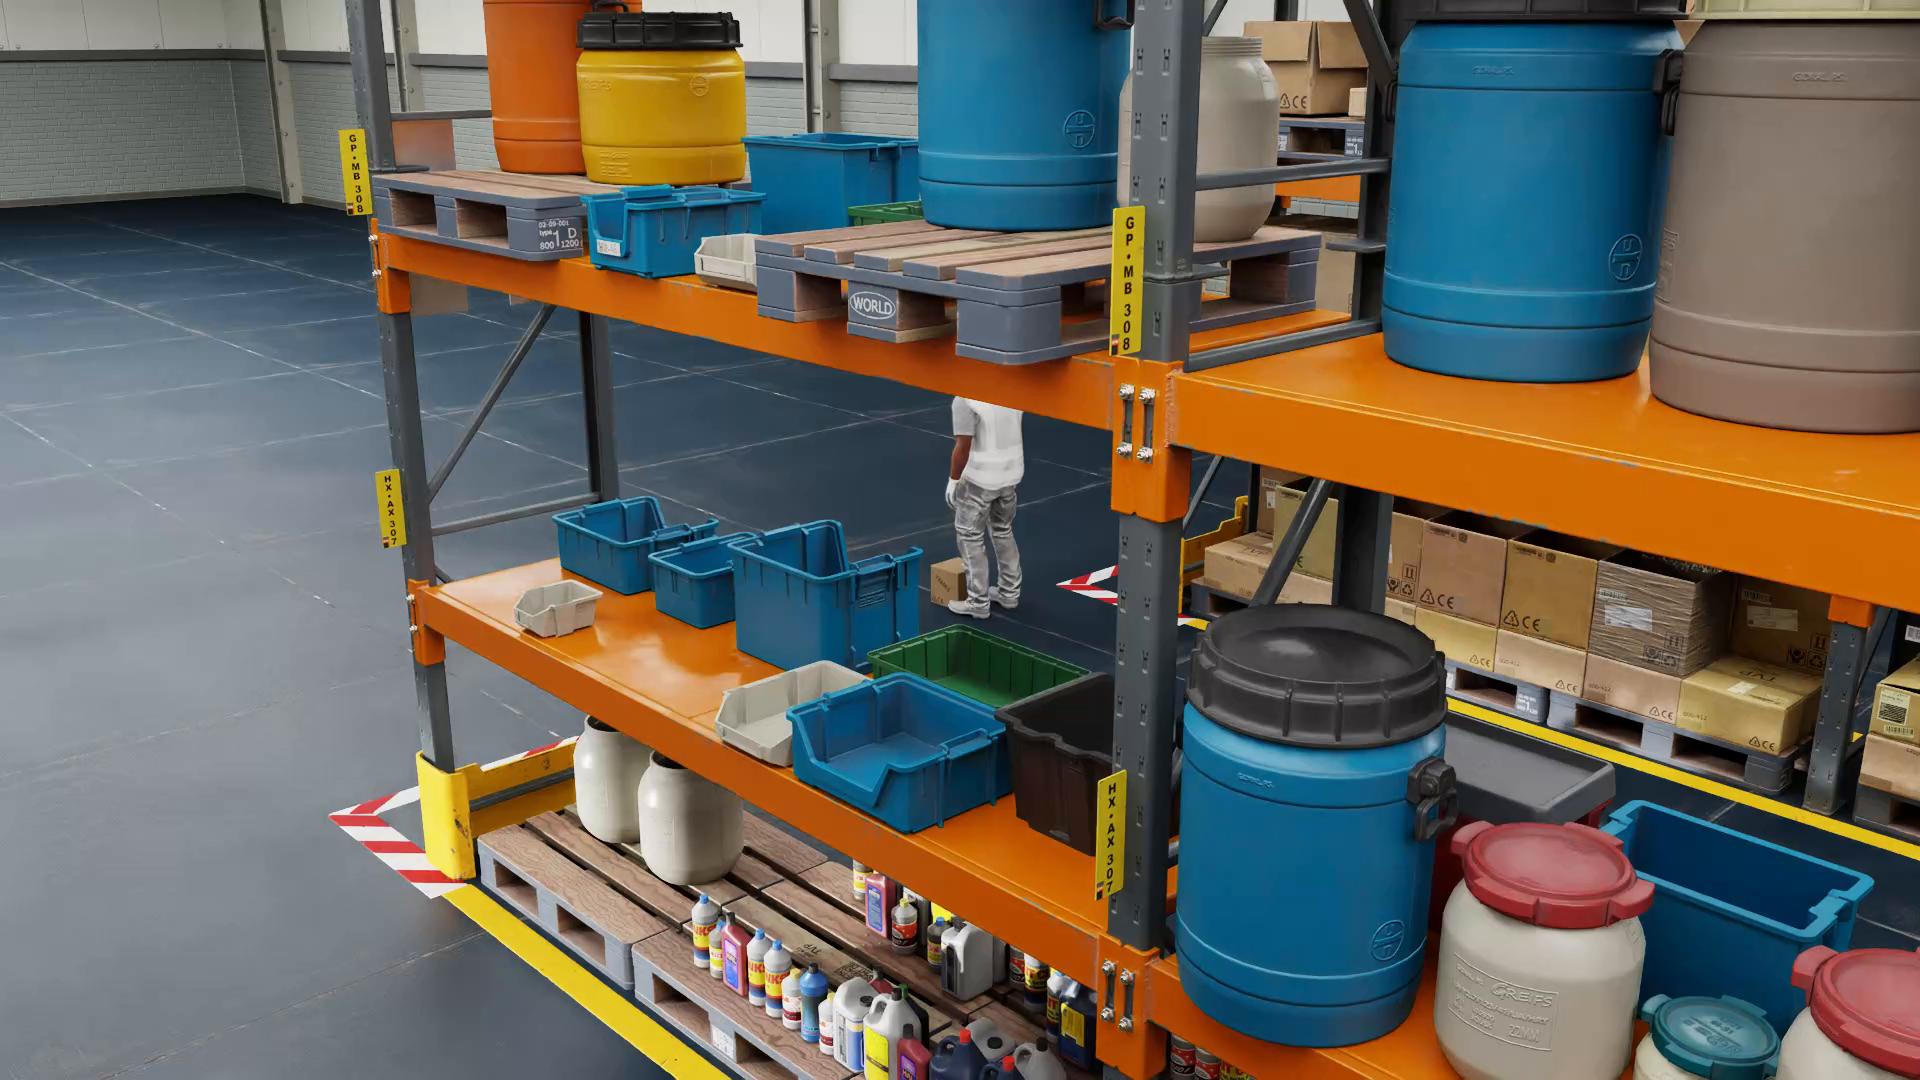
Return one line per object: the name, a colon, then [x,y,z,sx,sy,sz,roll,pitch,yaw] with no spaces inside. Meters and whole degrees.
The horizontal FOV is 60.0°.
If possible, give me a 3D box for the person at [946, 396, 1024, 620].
person: [0.147,-0.397,10.315,0.452,1.773,0.625,15,23,41]
